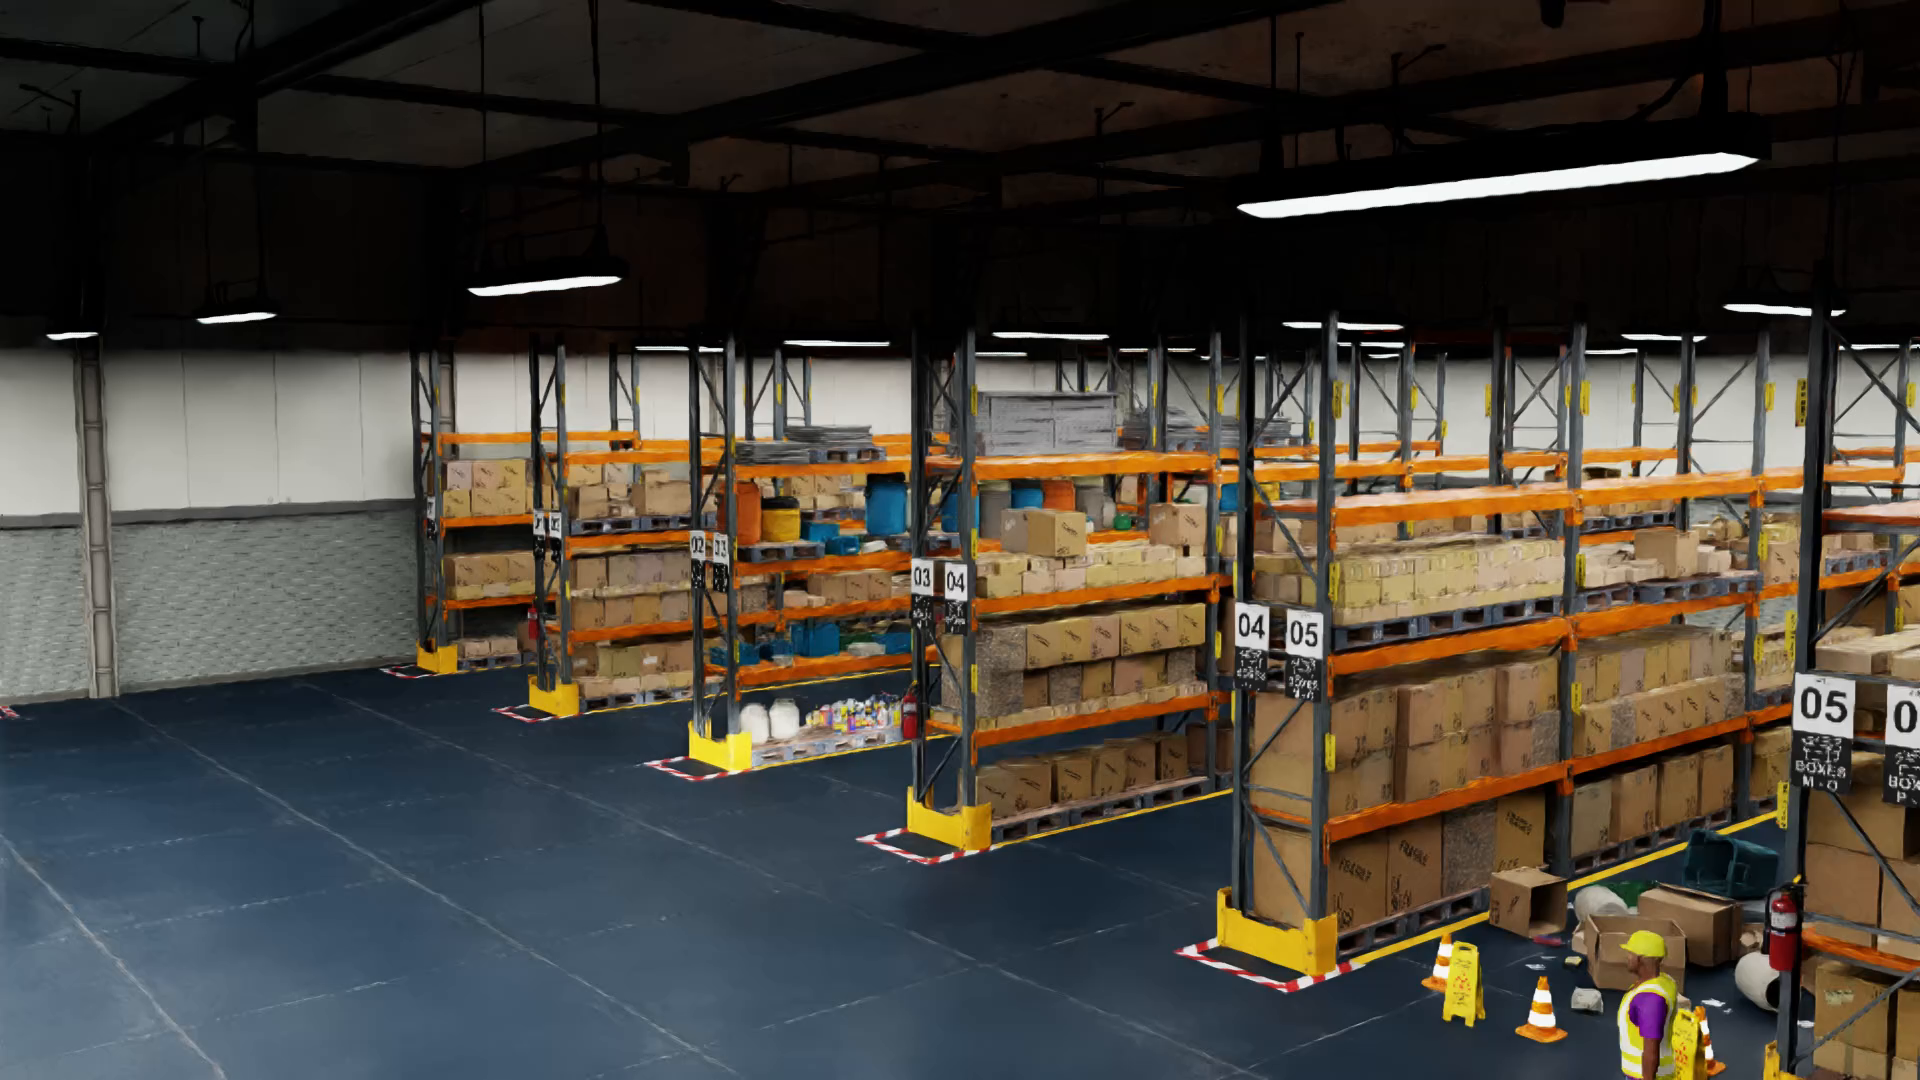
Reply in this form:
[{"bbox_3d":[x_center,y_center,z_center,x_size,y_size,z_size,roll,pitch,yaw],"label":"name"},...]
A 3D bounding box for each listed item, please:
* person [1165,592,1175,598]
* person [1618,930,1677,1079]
[{"bbox_3d":[4.164,1.179,33.312,0.419,1.790,0.658,4,7,38],"label":"person"},{"bbox_3d":[4.371,3.336,10.434,0.532,1.760,0.658,3,6,25],"label":"person"}]
